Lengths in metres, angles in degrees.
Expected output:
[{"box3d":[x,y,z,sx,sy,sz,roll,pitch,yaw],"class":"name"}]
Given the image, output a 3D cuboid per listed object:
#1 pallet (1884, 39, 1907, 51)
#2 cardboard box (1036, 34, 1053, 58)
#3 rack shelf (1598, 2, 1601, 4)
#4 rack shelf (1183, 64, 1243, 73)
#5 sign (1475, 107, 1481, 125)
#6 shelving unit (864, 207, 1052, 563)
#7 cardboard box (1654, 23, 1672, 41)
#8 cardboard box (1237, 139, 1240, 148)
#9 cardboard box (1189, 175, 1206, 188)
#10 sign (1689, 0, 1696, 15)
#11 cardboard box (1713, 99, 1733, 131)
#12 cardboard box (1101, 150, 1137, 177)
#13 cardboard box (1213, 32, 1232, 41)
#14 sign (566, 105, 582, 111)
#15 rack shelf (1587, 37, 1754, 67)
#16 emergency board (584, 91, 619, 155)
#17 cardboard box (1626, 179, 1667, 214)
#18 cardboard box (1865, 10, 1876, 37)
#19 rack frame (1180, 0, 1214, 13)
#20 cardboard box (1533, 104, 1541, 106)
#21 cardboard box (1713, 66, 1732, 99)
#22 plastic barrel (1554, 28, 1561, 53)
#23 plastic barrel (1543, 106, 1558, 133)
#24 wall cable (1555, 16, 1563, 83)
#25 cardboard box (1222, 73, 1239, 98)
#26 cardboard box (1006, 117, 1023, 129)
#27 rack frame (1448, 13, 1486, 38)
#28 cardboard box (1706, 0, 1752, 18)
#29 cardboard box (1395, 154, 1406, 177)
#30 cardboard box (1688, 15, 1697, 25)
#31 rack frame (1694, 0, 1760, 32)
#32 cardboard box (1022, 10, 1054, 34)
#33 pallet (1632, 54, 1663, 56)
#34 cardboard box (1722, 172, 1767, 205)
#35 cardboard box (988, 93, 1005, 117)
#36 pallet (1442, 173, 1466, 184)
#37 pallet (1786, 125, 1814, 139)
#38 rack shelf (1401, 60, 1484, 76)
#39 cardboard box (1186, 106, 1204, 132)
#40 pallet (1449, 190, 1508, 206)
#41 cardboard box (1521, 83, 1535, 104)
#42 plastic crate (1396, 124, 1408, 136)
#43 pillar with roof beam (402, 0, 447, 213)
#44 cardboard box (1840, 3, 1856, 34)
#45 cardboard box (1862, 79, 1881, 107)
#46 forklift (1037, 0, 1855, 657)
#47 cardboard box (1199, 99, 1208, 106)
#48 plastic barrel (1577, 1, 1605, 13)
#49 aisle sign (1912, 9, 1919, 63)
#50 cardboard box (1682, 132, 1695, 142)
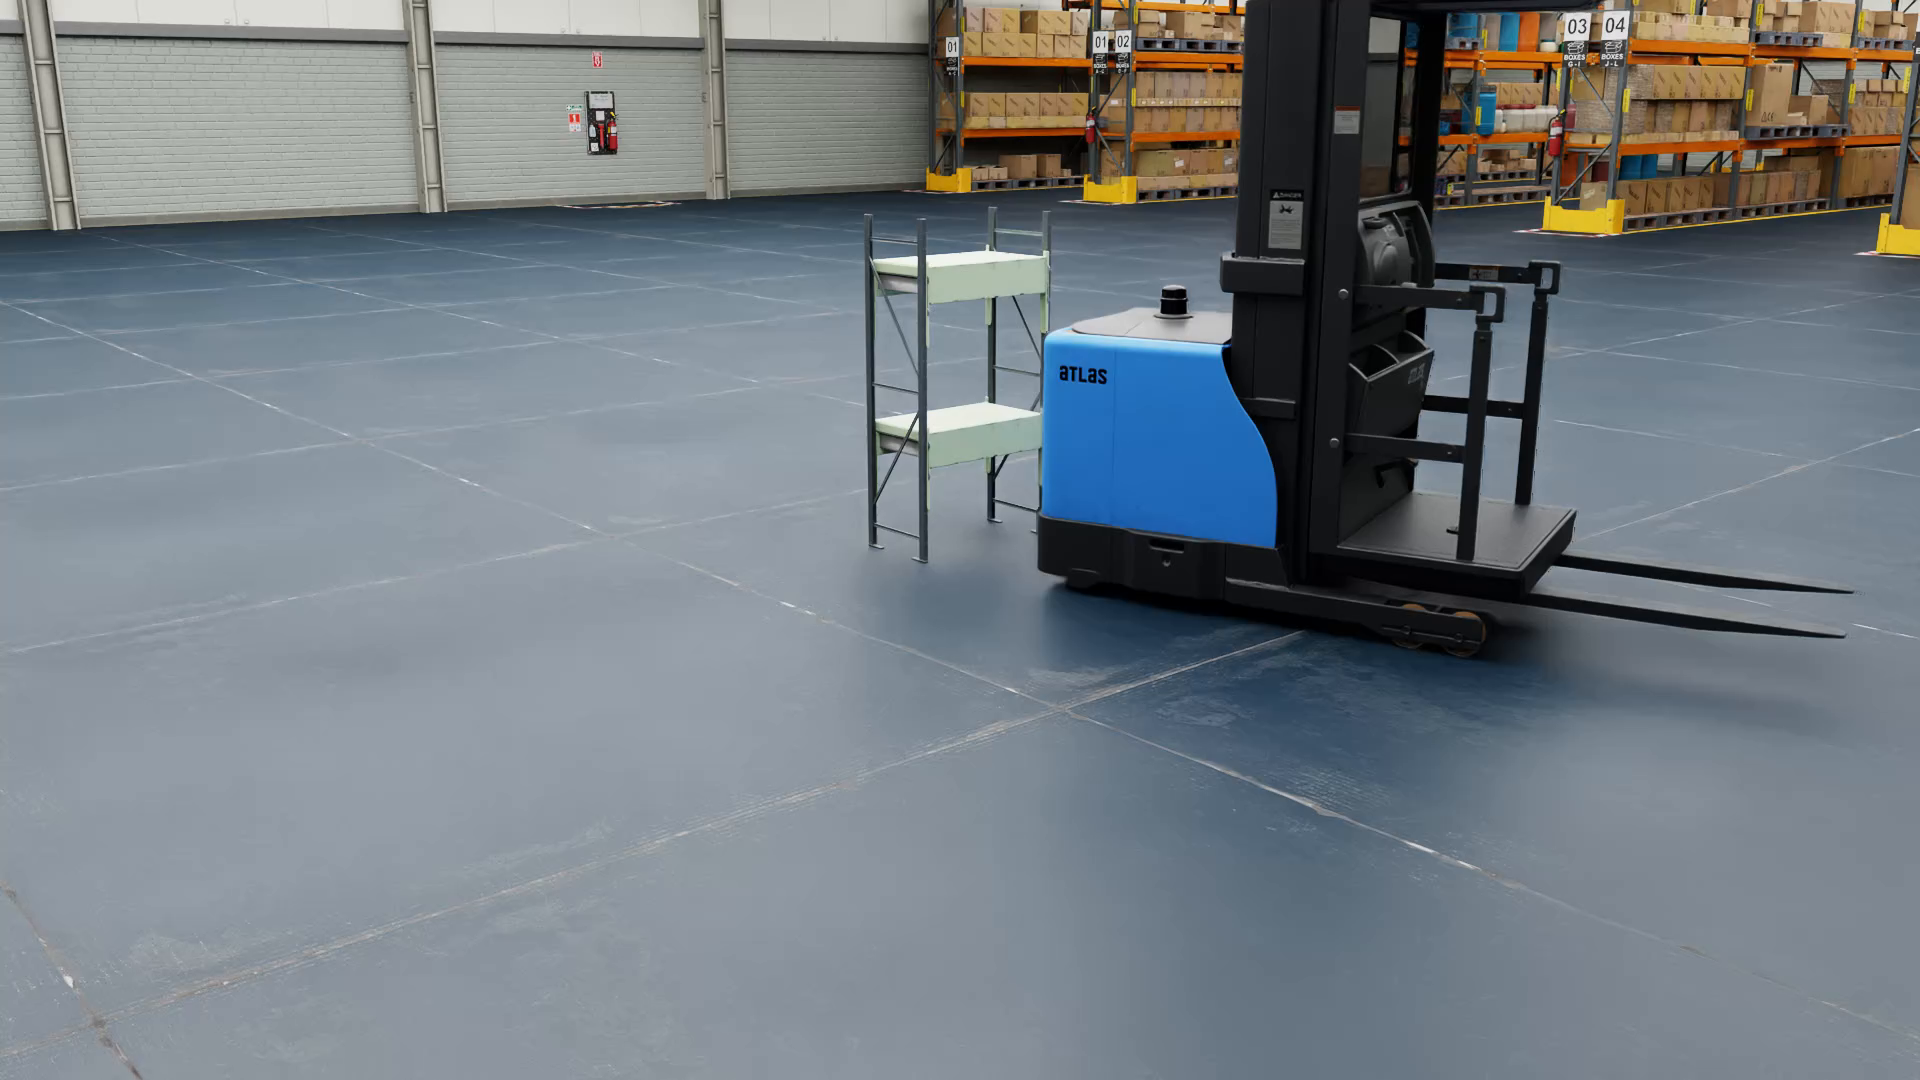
[{"box3d":[16.776,-9.181,30.861,1.213,0.211,1.003,-12,19,-37],"class":"pallet"},{"box3d":[1.710,-10.918,36.765,0.500,0.500,0.500,-14,20,-41],"class":"cardboard box"},{"box3d":[13.741,-11.174,34.314,4.000,0.370,1.077,-13,19,-39],"class":"rack shelf"},{"box3d":[7.238,-11.847,41.870,4.000,0.370,1.077,-13,19,-39],"class":"rack shelf"},{"box3d":[9.567,-7.825,30.695,0.005,0.325,0.100,-13,19,-39],"class":"sign"},{"box3d":[-0.005,-0.723,7.552,0.755,1.500,0.431,-13,19,-39],"class":"shelving unit"},{"box3d":[10.367,-7.655,25.073,0.500,0.250,0.500,-13,20,-41],"class":"cardboard box"},{"box3d":[7.035,-9.817,42.041,0.750,0.750,0.750,-13,20,-40],"class":"cardboard box"},{"box3d":[4.632,-7.263,33.643,0.500,0.250,0.500,-13,19,-39],"class":"cardboard box"},{"box3d":[12.099,-8.832,27.426,0.005,0.325,0.100,-13,19,-39],"class":"sign"},{"box3d":[12.086,-6.964,27.237,0.500,0.500,0.875,-13,19,-39],"class":"cardboard box"},{"box3d":[3.158,-7.473,32.975,0.500,0.500,0.500,-13,19,-39],"class":"cardboard box"},{"box3d":[5.235,-10.106,33.360,0.250,0.149,0.380,-13,19,-39],"class":"cardboard box"},{"box3d":[-7.237,-8.109,31.200,0.331,0.109,0.001,-13,19,-39],"class":"sign"},{"box3d":[10.957,-7.599,25.966,4.000,0.370,1.077,-13,19,-39],"class":"rack shelf"},{"box3d":[-6.762,-7.910,31.552,0.643,1.169,0.194,-13,19,-39],"class":"emergency board"},{"box3d":[10.844,-5.466,26.431,0.500,0.500,0.500,-10,18,-34],"class":"cardboard box"},{"box3d":[16.490,-9.494,30.662,0.500,0.500,0.500,-11,19,-36],"class":"cardboard box"},{"box3d":[5.729,-13.305,40.122,0.127,3.000,1.000,-13,19,-39],"class":"rack frame"},{"box3d":[14.090,-10.545,41.222,0.500,0.500,0.500,-12,19,-39],"class":"cardboard box"},{"box3d":[11.931,-7.296,26.544,0.500,0.500,0.500,-13,19,-39],"class":"cardboard box"},{"box3d":[11.797,-9.988,33.300,0.421,0.512,0.421,0,15,0],"class":"plastic barrel"},{"box3d":[11.596,-8.316,32.853,0.421,0.512,0.421,0,15,0],"class":"plastic barrel"},{"box3d":[16.265,-14.048,48.923,0.112,2.526,3.097,-13,19,-39],"class":"wall cable"},{"box3d":[5.255,-9.278,33.963,0.500,0.500,0.700,-13,20,-39],"class":"cardboard box"},{"box3d":[1.041,-9.185,36.575,0.500,0.250,0.500,-13,20,-40],"class":"cardboard box"},{"box3d":[9.215,-10.698,30.364,0.127,3.000,1.000,-13,19,-39],"class":"rack frame"},{"box3d":[12.294,-8.593,26.554,0.500,0.500,0.500,-13,20,-41],"class":"cardboard box"},{"box3d":[9.906,-8.559,37.970,0.500,0.500,0.500,-14,20,-41],"class":"cardboard box"},{"box3d":[11.158,-8.041,25.746,0.250,0.149,0.380,-14,20,-41],"class":"cardboard box"},{"box3d":[12.466,-9.734,26.754,0.127,3.000,1.000,-13,19,-39],"class":"rack frame"},{"box3d":[1.718,-11.396,36.618,0.500,0.500,0.500,-14,20,-41],"class":"cardboard box"},{"box3d":[13.869,-10.169,34.560,1.213,0.211,1.003,-13,19,-39],"class":"pallet"},{"box3d":[13.315,-6.018,28.457,0.500,0.500,0.700,-13,20,-40],"class":"cardboard box"},{"box3d":[0.631,-9.455,36.132,0.500,0.500,0.500,-13,19,-39],"class":"cardboard box"},{"box3d":[11.412,-8.628,39.641,1.213,0.211,1.003,-13,19,-39],"class":"pallet"},{"box3d":[14.017,-7.077,28.805,1.213,0.211,1.003,-13,19,-39],"class":"pallet"},{"box3d":[10.492,-10.883,38.262,4.000,0.370,1.077,-13,19,-39],"class":"rack shelf"},{"box3d":[4.475,-8.475,33.472,0.500,0.500,0.700,-12,19,-38],"class":"cardboard box"},{"box3d":[9.782,-6.593,32.025,1.213,0.211,1.003,-13,19,-39],"class":"pallet"},{"box3d":[13.707,-10.939,40.758,0.500,0.500,0.500,-12,19,-38],"class":"cardboard box"},{"box3d":[8.005,-7.523,30.511,0.662,0.188,0.450,-13,19,-39],"class":"plastic crate"},{"box3d":[-6.573,-9.365,25.374,0.400,9.000,9.100,-13,19,-39],"class":"pillar with roof beam"},{"box3d":[15.288,-9.123,29.116,0.500,0.500,0.500,-12,19,-38],"class":"cardboard box"},{"box3d":[16.539,-8.277,30.786,0.637,0.503,0.797,-12,19,-38],"class":"cardboard box"},{"box3d":[1.863,-1.141,6.341,3.031,2.935,1.130,8,17,29],"class":"forklift"},{"box3d":[4.744,-8.778,33.351,0.250,0.149,0.380,-12,19,-38],"class":"cardboard box"},{"box3d":[12.662,-10.433,33.536,0.708,0.830,0.600,-13,19,-39],"class":"plastic barrel"},{"box3d":[12.378,-6.478,21.151,0.004,0.787,0.394,-13,19,-39],"class":"aisle sign"},{"box3d":[11.356,-6.369,26.270,0.250,0.149,0.380,-13,19,-39],"class":"cardboard box"}]
